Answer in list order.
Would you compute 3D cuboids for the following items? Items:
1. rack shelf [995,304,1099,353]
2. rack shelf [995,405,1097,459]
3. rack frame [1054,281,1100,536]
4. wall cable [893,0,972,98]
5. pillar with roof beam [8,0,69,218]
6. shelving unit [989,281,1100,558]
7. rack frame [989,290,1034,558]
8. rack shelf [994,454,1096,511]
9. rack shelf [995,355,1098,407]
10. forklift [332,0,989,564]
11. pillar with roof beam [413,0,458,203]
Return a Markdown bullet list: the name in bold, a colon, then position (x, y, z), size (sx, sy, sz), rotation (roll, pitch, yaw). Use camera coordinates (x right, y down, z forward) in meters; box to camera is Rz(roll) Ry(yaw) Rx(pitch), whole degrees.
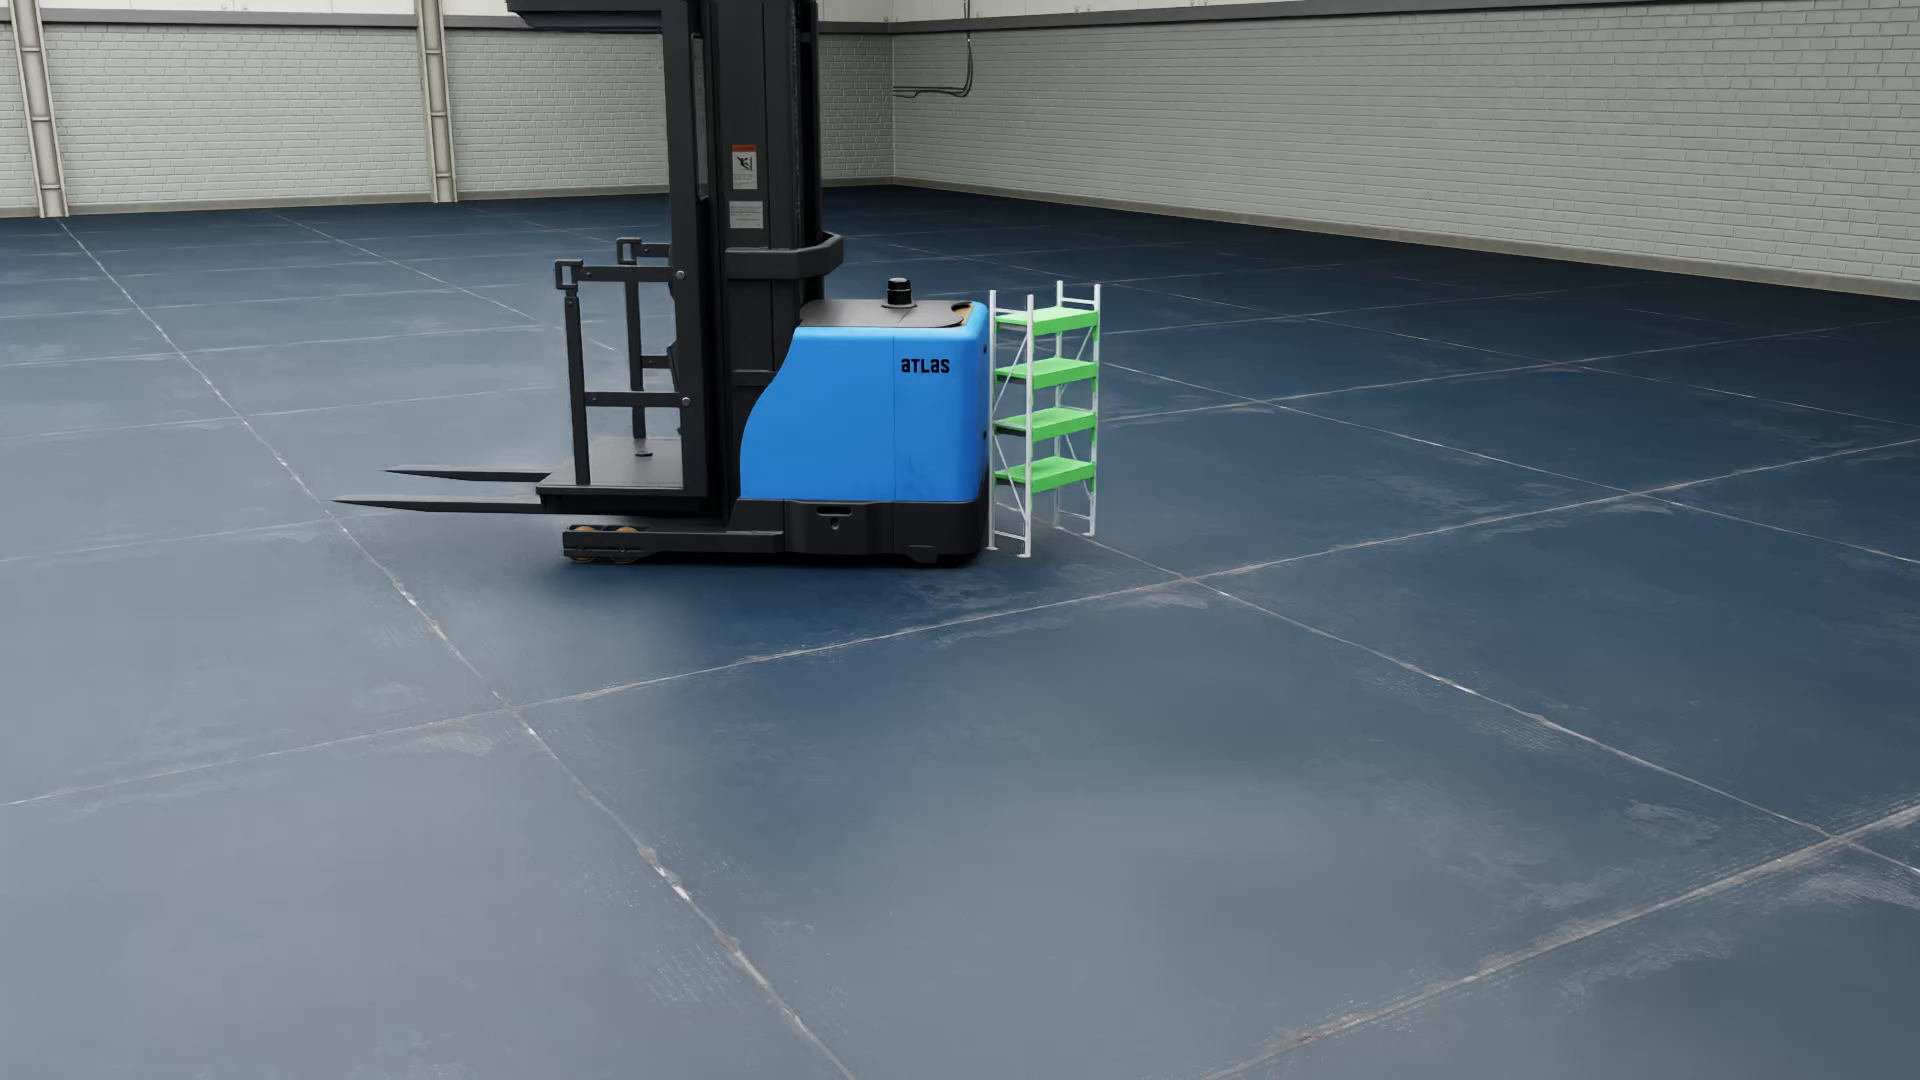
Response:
- **rack shelf**: position (0.390, -0.969, 7.601), size (0.258, 0.148, 0.480), rotation (13, 21, 40)
- **rack shelf**: position (0.390, -0.507, 7.731), size (0.258, 0.148, 0.480), rotation (13, 21, 40)
- **rack frame**: position (0.552, -0.617, 7.890), size (0.240, 1.200, 0.015), rotation (13, 21, 40)
- **wall cable**: position (-0.603, -9.647, 31.406), size (0.112, 2.526, 3.097), rotation (-9, 18, -30)
- **pillar with roof beam**: position (-11.879, -8.375, 21.114), size (0.400, 9.000, 9.100), rotation (-9, 18, -30)
- **shelving unit**: position (0.390, -0.568, 7.714), size (0.258, 1.200, 0.503), rotation (13, 21, 40)
- **rack frame**: position (0.229, -0.519, 7.538), size (0.240, 1.200, 0.015), rotation (13, 21, 40)
- **rack shelf**: position (0.390, -0.276, 7.796), size (0.258, 0.148, 0.480), rotation (13, 21, 40)
- **rack shelf**: position (0.390, -0.738, 7.666), size (0.258, 0.148, 0.480), rotation (13, 21, 40)
- **forklift**: position (-1.392, -1.443, 7.626), size (3.031, 2.935, 1.130), rotation (1, 16, 4)
- **pillar with roof beam**: position (-6.736, -9.209, 24.089), size (0.400, 9.000, 9.100), rotation (-9, 18, -30)
